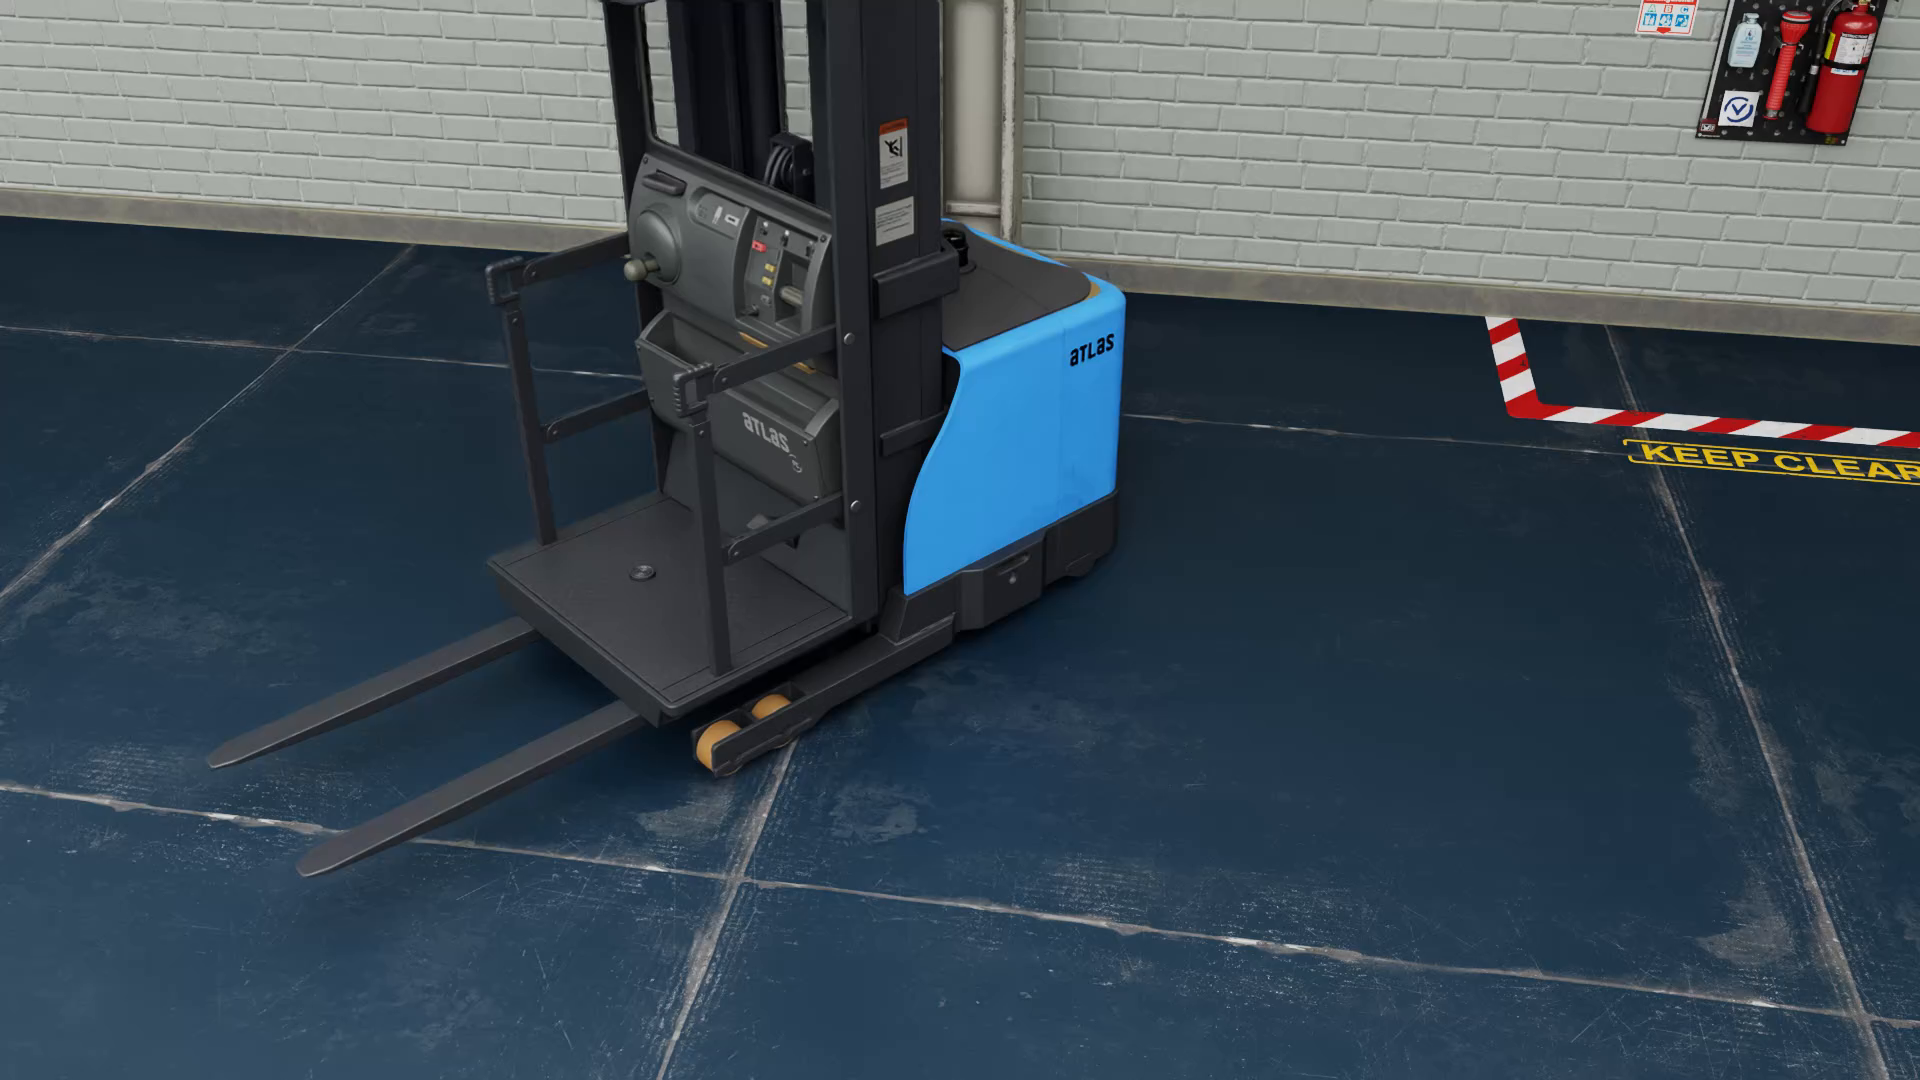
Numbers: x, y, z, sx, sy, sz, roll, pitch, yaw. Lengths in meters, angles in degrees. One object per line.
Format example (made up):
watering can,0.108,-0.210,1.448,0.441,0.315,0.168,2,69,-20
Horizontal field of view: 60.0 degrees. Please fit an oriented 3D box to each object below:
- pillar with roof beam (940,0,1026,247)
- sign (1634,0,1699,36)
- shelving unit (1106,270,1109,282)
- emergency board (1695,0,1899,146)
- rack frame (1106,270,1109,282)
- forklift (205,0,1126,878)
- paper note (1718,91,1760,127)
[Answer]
pillar with roof beam,-0.645,-2.790,2.226,0.400,9.000,9.100,5,32,8
sign,3.036,-2.322,7.099,0.234,0.329,0.001,5,32,8
shelving unit,0.420,-0.569,6.310,0.210,0.900,0.258,8,33,13
emergency board,3.564,-2.204,6.944,0.643,1.169,0.194,5,32,8
rack frame,0.518,-0.554,6.287,0.006,0.900,0.240,8,33,13
forklift,-0.851,-0.834,4.820,3.031,2.935,1.130,-26,40,-35
paper note,3.401,-1.882,7.260,0.142,0.148,0.016,5,32,8
